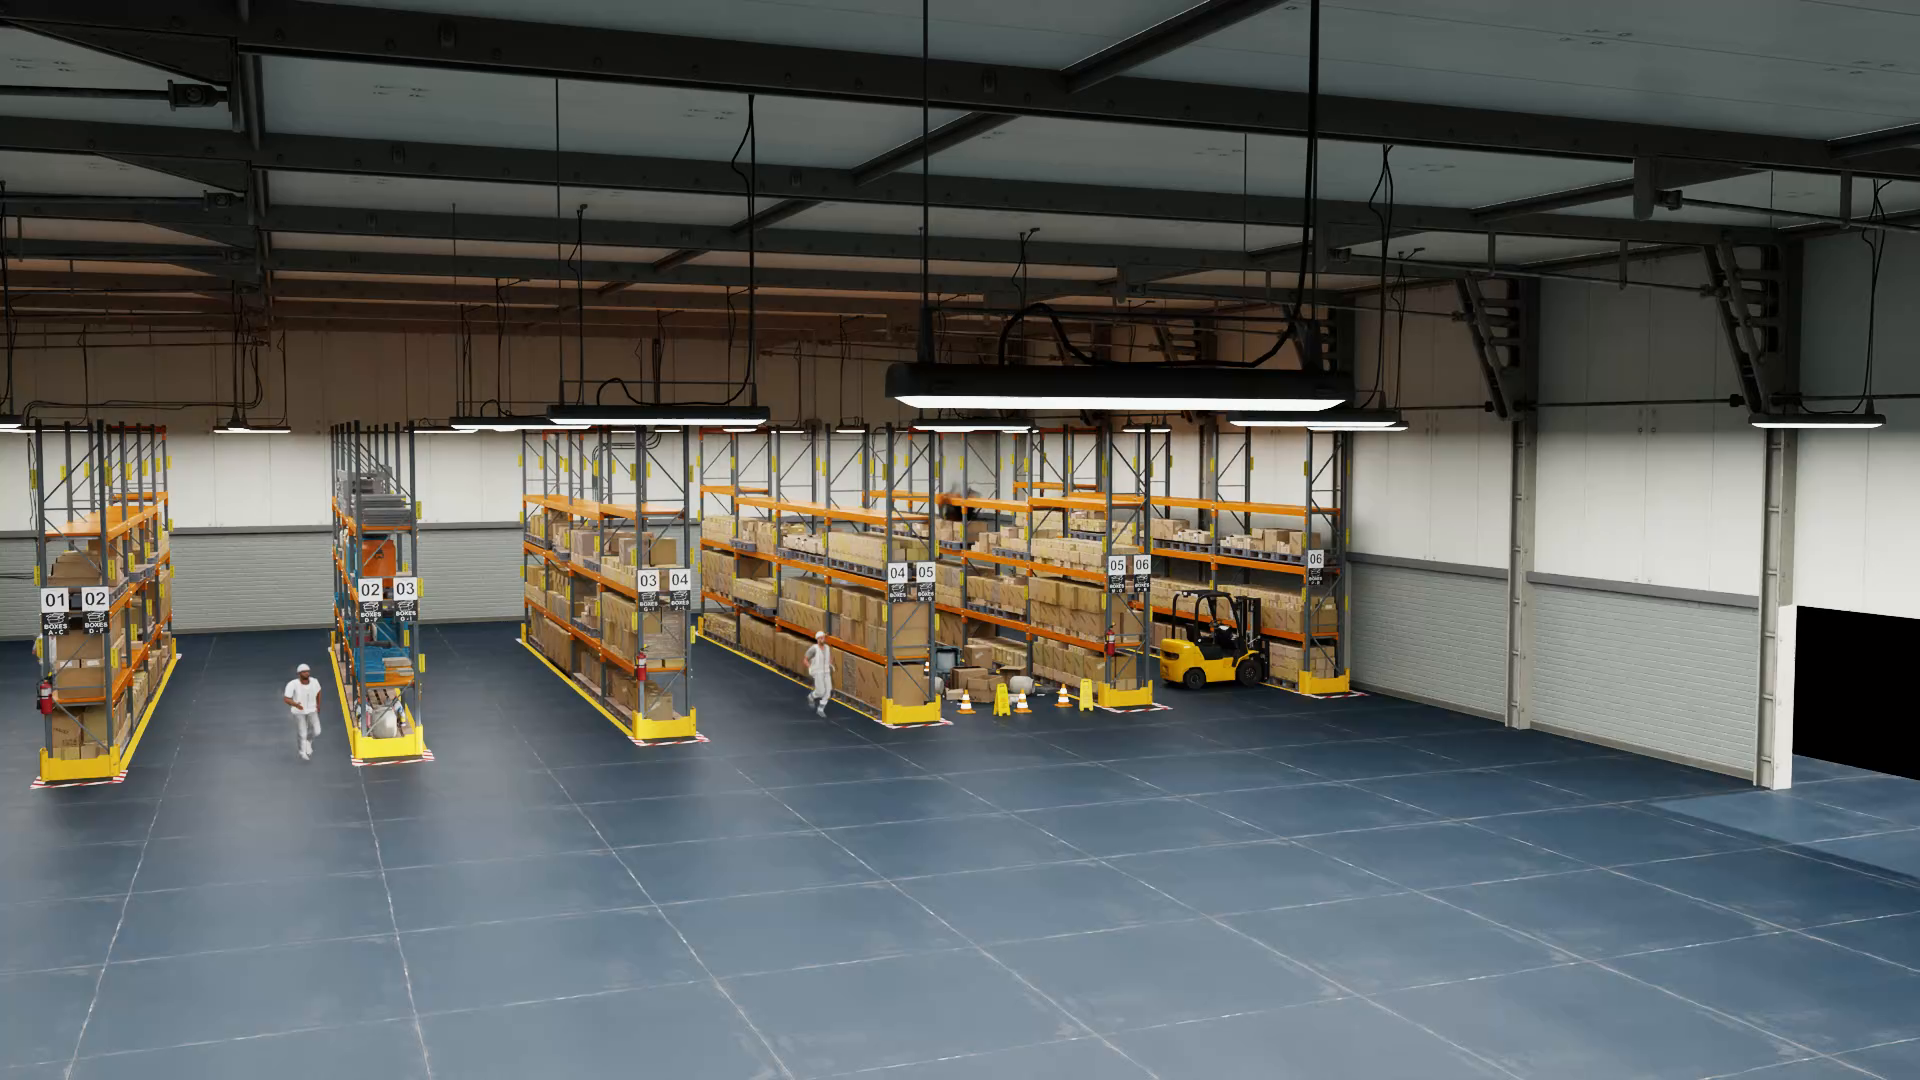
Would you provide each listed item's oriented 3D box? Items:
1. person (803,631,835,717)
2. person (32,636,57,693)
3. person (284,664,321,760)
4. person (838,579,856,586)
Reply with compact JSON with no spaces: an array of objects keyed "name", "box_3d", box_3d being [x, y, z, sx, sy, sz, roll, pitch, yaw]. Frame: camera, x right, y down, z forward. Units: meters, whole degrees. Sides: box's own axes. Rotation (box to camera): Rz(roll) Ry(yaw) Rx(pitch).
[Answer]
[{"name":"person","box_3d":[-2.864,2.740,34.055,0.667,1.751,0.598,-3,4,-37]},{"name":"person","box_3d":[-19.188,2.636,35.104,0.682,1.772,0.940,-2,4,-30]},{"name":"person","box_3d":[-11.531,3.035,29.323,0.705,1.712,0.596,-3,5,-43]},{"name":"person","box_3d":[-3.527,1.703,51.078,0.922,1.649,0.606,-2,4,-29]}]
